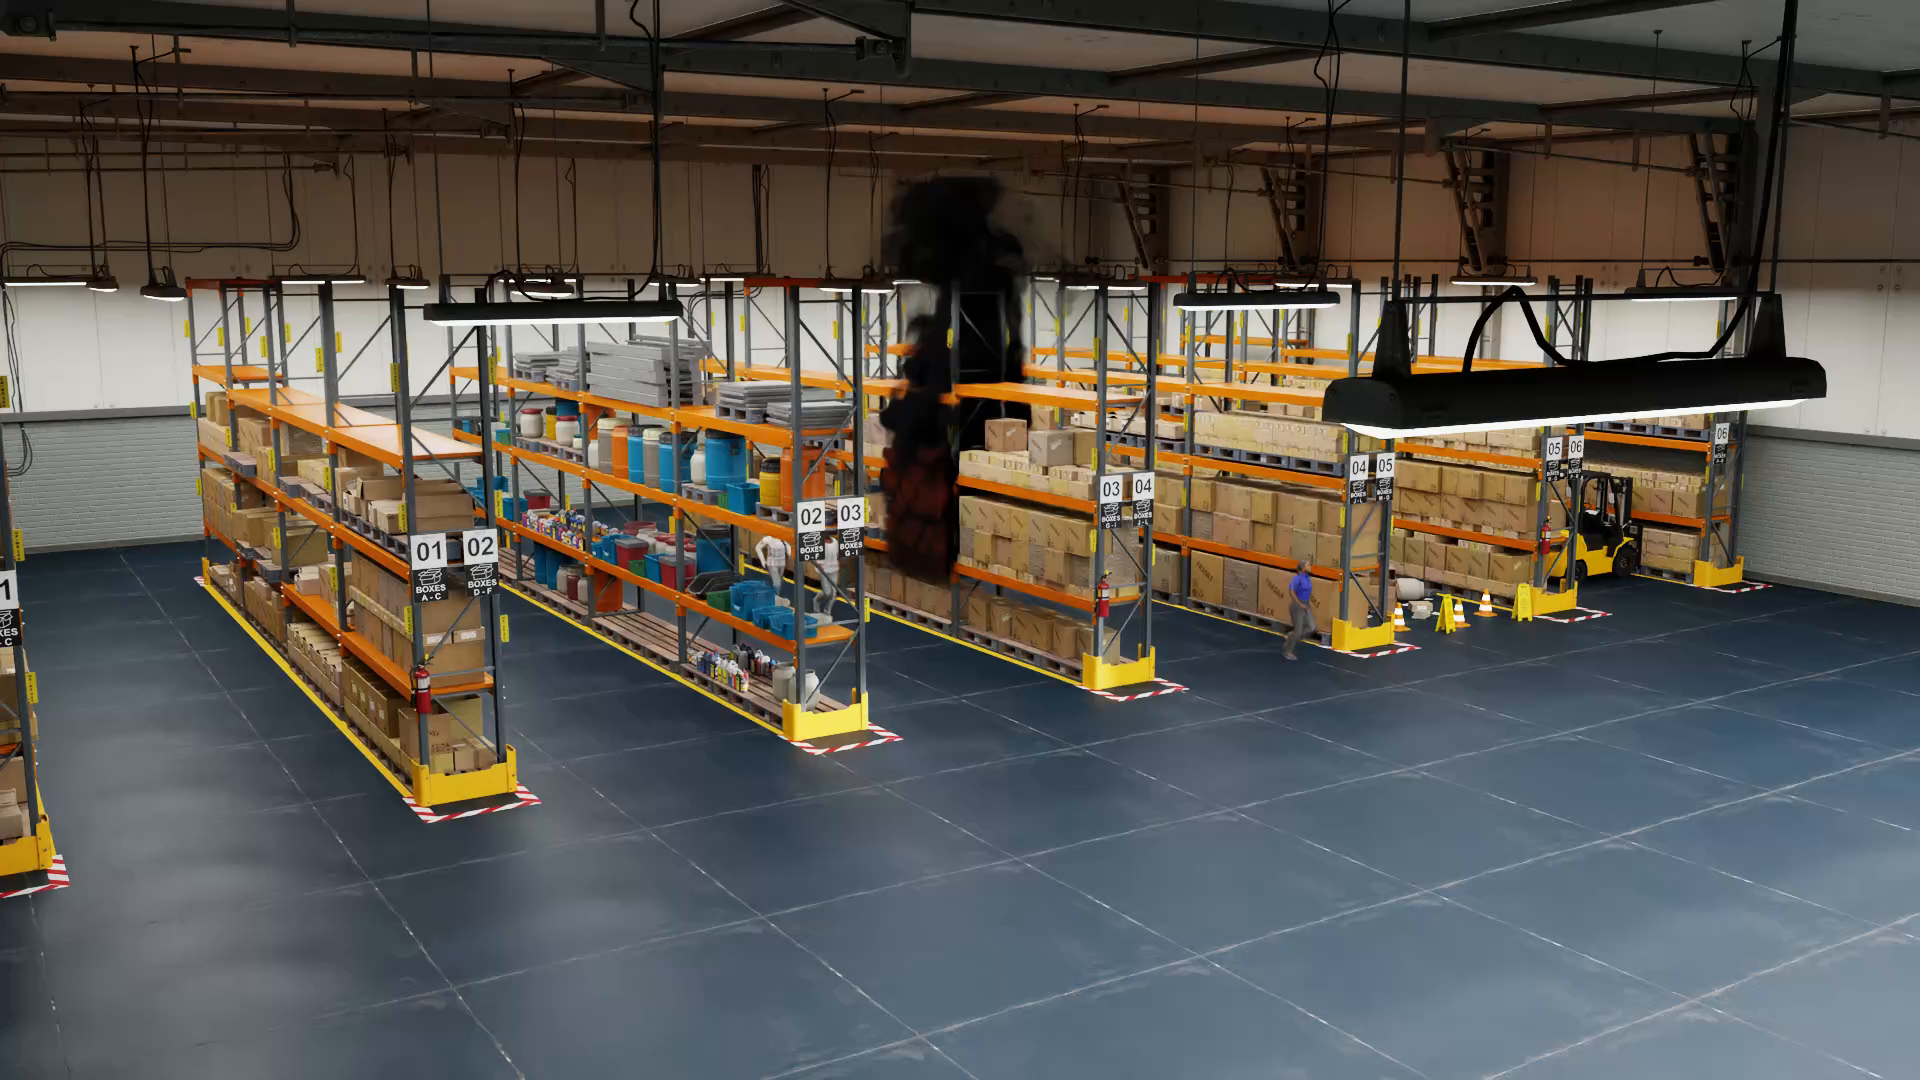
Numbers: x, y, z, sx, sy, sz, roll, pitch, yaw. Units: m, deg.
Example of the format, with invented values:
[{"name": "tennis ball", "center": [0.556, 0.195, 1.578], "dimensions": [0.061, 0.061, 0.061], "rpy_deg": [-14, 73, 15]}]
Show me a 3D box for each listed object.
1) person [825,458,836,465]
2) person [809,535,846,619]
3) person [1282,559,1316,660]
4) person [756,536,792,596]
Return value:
[{"name": "person", "center": [-3.234, -1.123, 39.638], "dimensions": [0.758, 1.690, 0.710], "rpy_deg": [-4, 10, -22]}, {"name": "person", "center": [-2.363, 0.547, 29.564], "dimensions": [0.680, 1.719, 0.575], "rpy_deg": [-7, 12, -36]}, {"name": "person", "center": [5.516, 1.102, 26.720], "dimensions": [0.476, 1.601, 0.632], "rpy_deg": [8, 13, 40]}, {"name": "person", "center": [-3.310, 0.504, 30.028], "dimensions": [0.599, 1.748, 0.736], "rpy_deg": [-7, 12, -36]}]
